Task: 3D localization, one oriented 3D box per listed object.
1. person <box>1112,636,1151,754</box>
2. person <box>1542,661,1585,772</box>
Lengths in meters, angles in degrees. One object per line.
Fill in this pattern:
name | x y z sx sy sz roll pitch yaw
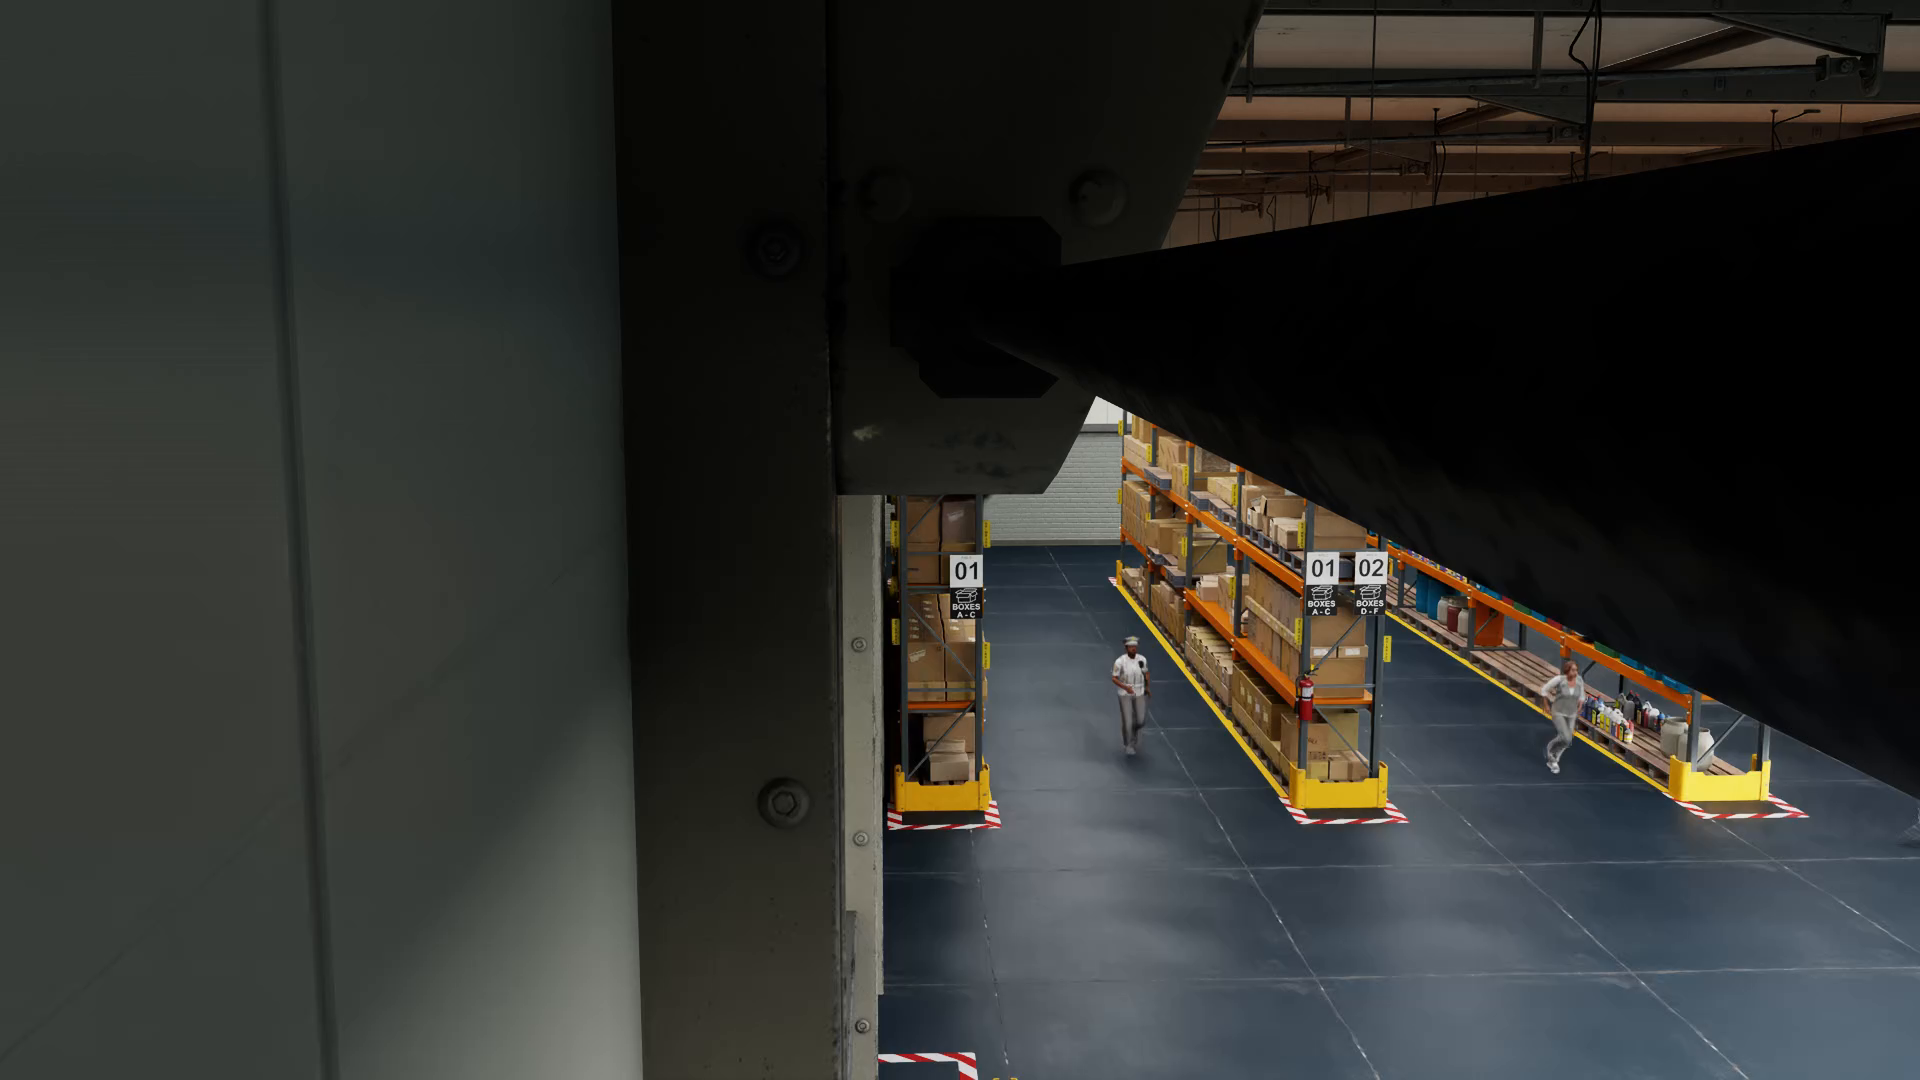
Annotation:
person | 2.390 2.146 22.953 0.570 1.661 0.529 -1 9 -8
person | 8.018 2.337 22.017 0.511 1.544 0.585 -2 9 -11
